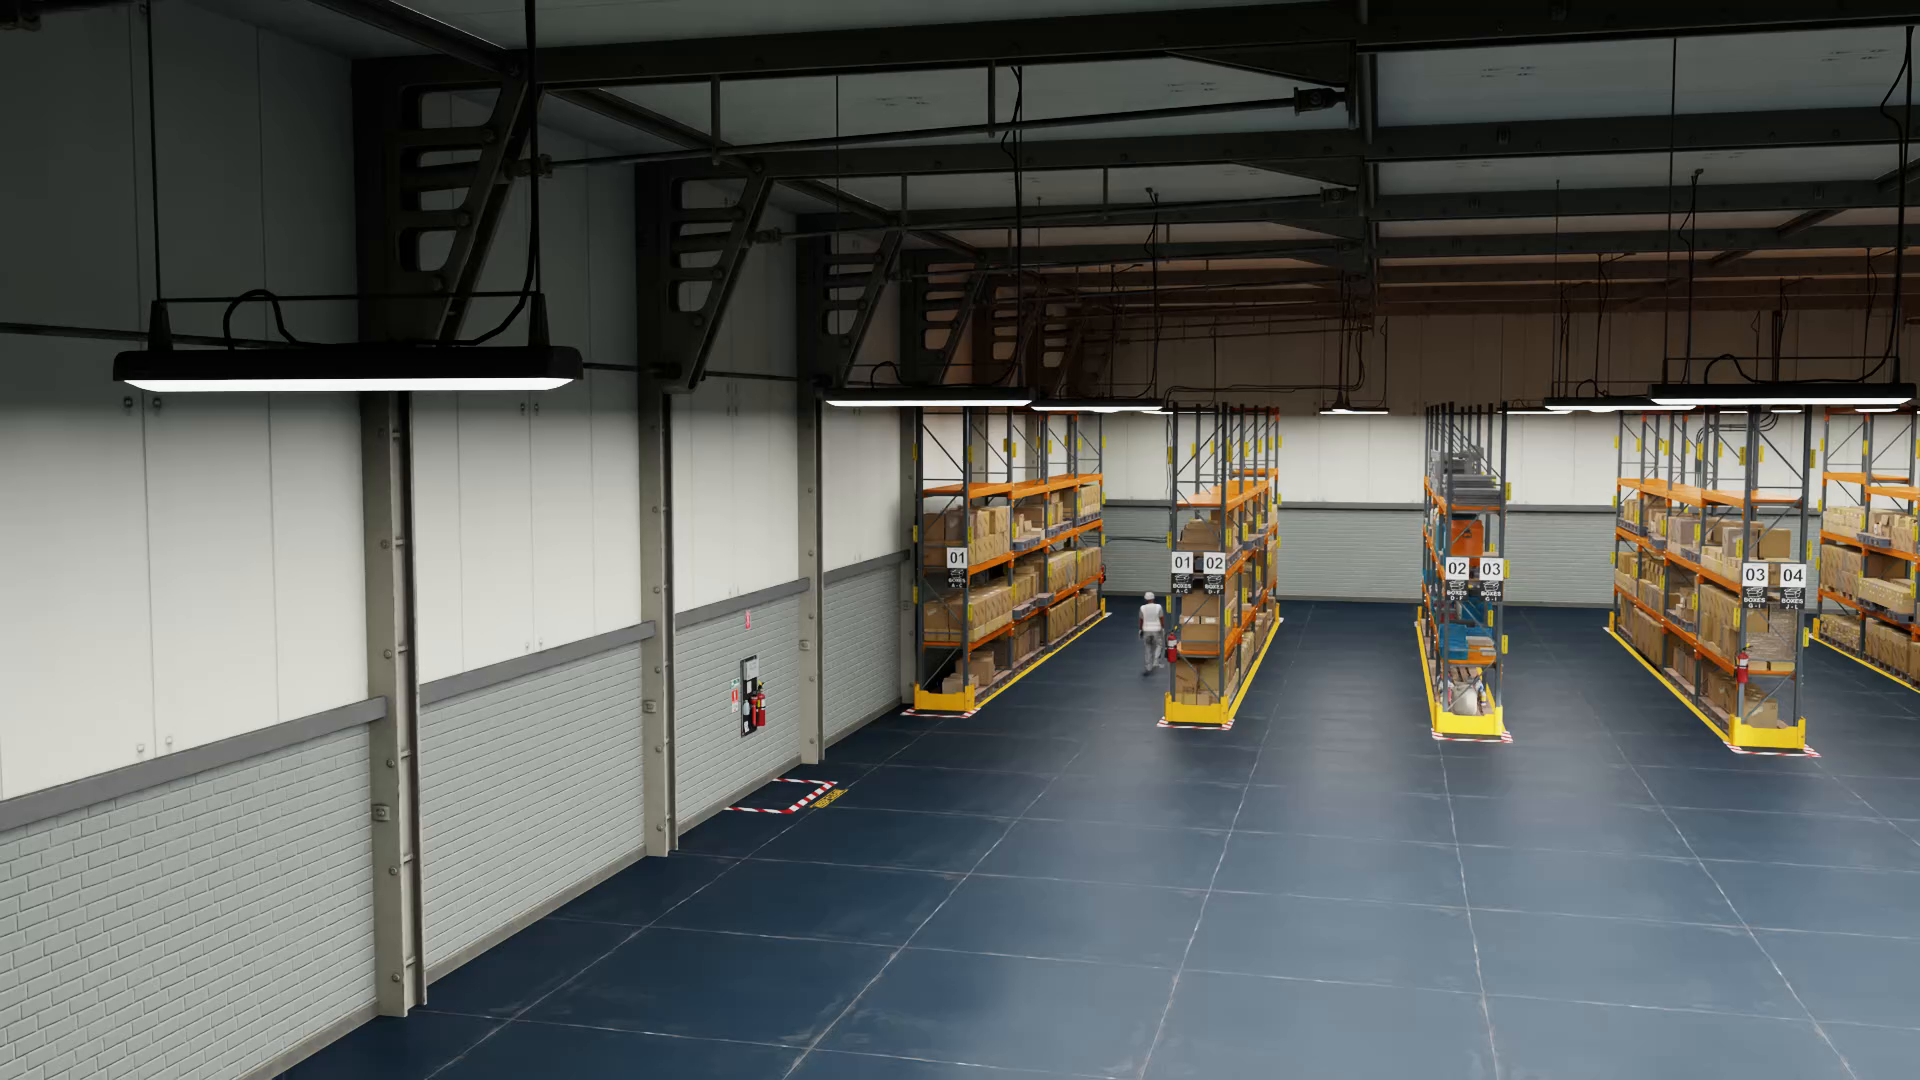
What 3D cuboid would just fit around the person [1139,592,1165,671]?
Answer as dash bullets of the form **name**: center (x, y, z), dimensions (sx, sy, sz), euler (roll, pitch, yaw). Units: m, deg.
- **person**: center (4.338, 2.065, 37.538), dimensions (0.593, 1.781, 0.518), euler (0, 4, 7)
